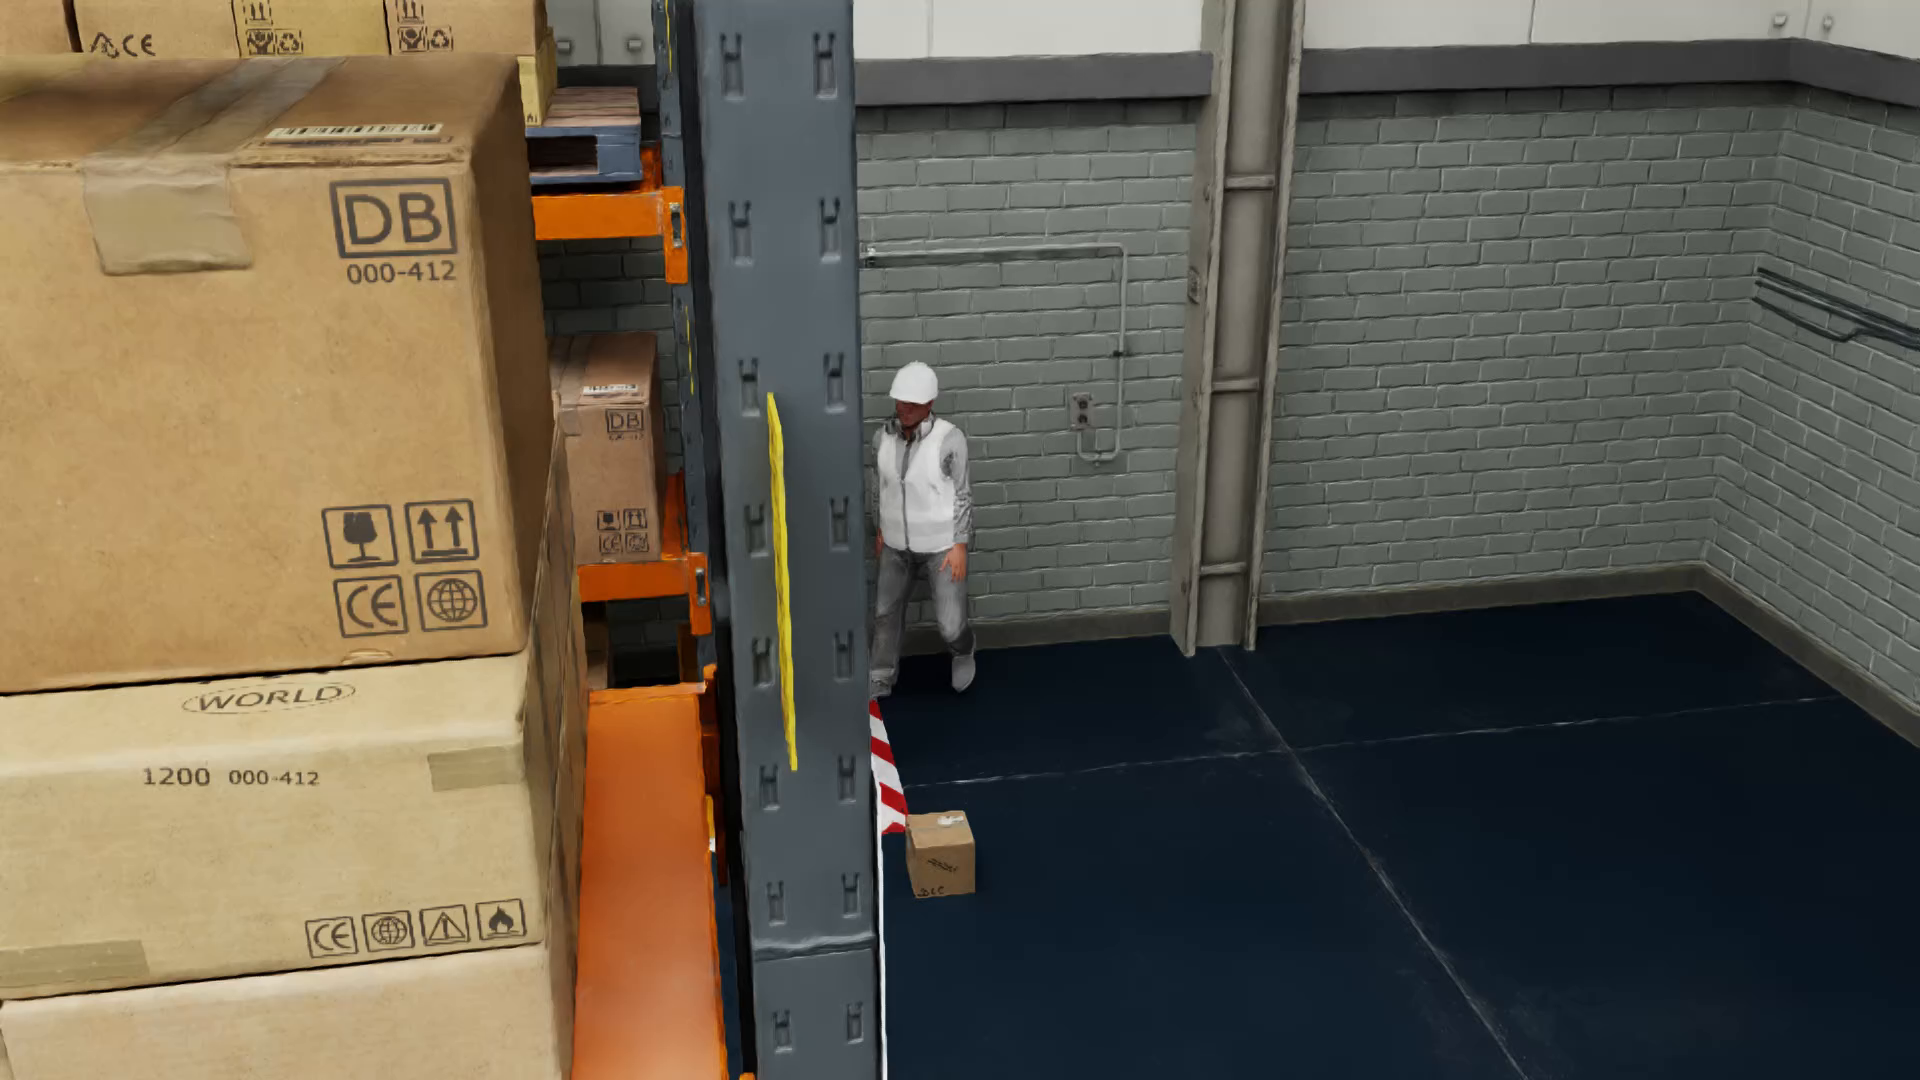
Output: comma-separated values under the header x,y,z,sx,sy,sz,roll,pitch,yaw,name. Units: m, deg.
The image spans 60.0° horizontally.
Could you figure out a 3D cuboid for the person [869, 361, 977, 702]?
x,y,z,sx,sy,sz,roll,pitch,yaw,name
-0.205,-0.023,8.070,0.654,1.769,0.553,11,26,24,person
